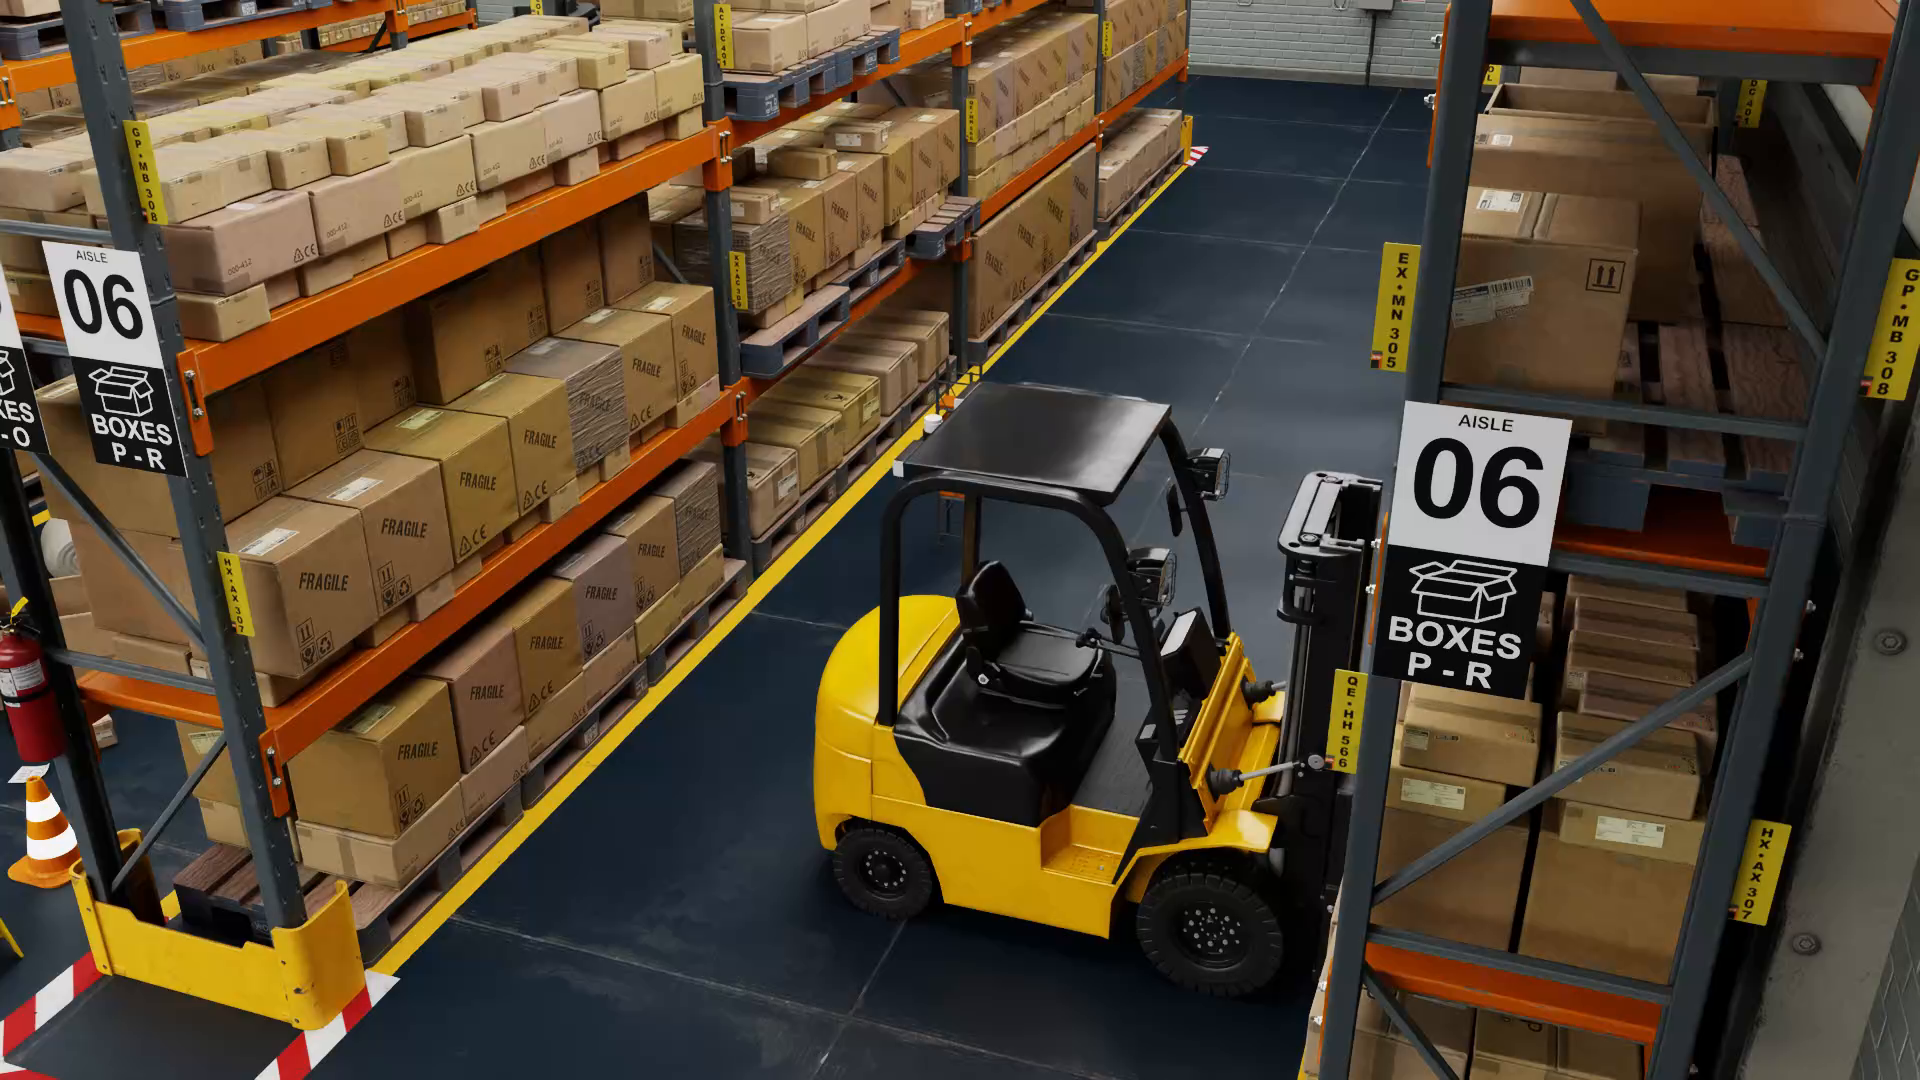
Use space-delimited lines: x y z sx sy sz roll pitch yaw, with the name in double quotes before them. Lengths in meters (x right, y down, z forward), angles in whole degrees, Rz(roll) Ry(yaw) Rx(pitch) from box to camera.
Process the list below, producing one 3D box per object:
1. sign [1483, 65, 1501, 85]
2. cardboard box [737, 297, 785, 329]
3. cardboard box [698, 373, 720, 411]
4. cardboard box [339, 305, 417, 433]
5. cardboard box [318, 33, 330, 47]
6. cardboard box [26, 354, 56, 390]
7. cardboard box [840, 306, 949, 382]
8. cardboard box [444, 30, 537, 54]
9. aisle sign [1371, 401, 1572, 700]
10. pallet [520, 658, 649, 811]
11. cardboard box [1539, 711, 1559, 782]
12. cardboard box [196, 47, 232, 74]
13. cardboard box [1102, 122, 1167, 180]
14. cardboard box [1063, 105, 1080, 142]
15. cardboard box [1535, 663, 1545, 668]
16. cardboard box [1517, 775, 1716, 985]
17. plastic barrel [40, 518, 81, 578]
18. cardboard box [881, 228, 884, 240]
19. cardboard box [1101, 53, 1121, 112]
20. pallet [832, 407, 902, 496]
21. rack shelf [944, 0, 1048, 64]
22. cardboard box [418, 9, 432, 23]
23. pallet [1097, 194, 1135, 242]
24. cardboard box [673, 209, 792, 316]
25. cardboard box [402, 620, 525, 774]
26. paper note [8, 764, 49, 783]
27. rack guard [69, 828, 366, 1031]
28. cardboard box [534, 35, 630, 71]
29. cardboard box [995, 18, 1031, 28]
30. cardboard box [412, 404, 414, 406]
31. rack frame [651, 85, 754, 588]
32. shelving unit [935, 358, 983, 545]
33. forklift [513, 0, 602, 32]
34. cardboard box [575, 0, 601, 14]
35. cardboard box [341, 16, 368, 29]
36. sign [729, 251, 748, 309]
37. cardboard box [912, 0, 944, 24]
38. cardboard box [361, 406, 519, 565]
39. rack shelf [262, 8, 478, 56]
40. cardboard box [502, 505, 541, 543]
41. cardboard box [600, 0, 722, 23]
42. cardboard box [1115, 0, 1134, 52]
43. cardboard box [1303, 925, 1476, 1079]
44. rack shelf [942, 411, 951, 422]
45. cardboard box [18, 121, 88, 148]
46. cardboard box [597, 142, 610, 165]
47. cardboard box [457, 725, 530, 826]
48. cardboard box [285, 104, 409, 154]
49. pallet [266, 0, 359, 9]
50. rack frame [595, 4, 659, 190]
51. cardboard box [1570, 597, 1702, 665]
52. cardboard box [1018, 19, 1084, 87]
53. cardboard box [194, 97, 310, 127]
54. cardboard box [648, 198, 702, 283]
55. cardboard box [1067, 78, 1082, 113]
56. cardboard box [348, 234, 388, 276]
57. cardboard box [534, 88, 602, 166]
"sign" 2.409 -2.220 7.497 0.100 0.325 0.005 9 27 17
"cardboard box" -1.276 -1.396 9.998 0.380 0.149 0.250 9 27 18
"cardboard box" -1.578 -0.850 9.351 0.380 0.149 0.250 8 27 17
"cardboard box" -2.877 -0.797 7.351 0.700 0.500 0.500 8 27 17
"cardboard box" -7.855 -6.040 20.072 0.380 0.149 0.250 10 27 19
"cardboard box" -6.338 -1.260 12.010 1.050 0.750 0.750 9 27 17
"cardboard box" -0.625 -1.559 13.060 0.950 0.372 0.625 7 27 14
"cardboard box" -2.326 -2.435 8.268 0.380 0.149 0.250 8 27 16
"aisle sign" 1.294 0.037 4.248 0.394 0.787 0.004 9 27 17
"pallet" -2.353 0.900 8.649 1.003 0.211 1.213 9 27 17
"cardboard box" 1.972 0.673 5.058 0.380 0.149 0.250 9 27 17
"cardboard box" -8.511 -5.475 18.501 0.500 0.500 0.500 10 27 19
"cardboard box" 1.813 -4.443 18.943 0.875 0.438 0.875 9 27 19
"cardboard box" 0.822 -3.929 15.595 0.500 0.250 0.500 8 27 17
"cardboard box" 1.860 0.515 6.129 0.500 0.500 0.500 8 27 16
"cardboard box" 2.019 1.015 5.098 0.500 0.500 0.500 10 27 19
"plastic barrel" -5.391 0.033 10.197 0.421 0.421 0.512 -14 29 -27
"cardboard box" -0.749 -2.157 11.569 0.380 0.149 0.250 9 27 18
"cardboard box" 1.307 -4.627 16.749 0.500 0.500 0.500 10 27 19
"pallet" -1.096 -0.707 11.969 1.003 0.211 1.213 9 27 17
"rack shelf" 0.238 -4.631 14.256 1.077 0.370 4.000 9 27 17
"cardboard box" -7.172 -6.888 21.821 0.380 0.149 0.250 9 27 18
"pallet" 1.231 -3.473 17.680 1.003 0.211 1.213 9 27 17
"cardboard box" -1.332 -1.658 9.795 0.500 0.500 0.500 9 27 19
"cardboard box" -2.383 0.699 7.677 0.500 0.500 0.500 8 27 16
"paper note" -4.652 1.164 8.311 0.148 0.019 0.142 0 26 -1
"rack guard" -3.064 1.598 6.875 1.175 0.500 0.348 9 27 17
"cardboard box" -1.843 -2.361 8.116 0.380 0.149 0.250 9 27 19
"cardboard box" 0.343 -4.570 15.484 0.500 0.500 0.500 9 27 17
"cardboard box" -2.641 -0.553 7.994 0.500 0.500 0.500 9 27 18
"rack frame" -1.758 -1.139 9.661 1.000 3.000 0.127 9 27 17
"shelving unit" -0.005 -0.534 10.476 0.258 1.200 0.189 9 27 17
"forklift" -3.516 -2.664 12.889 3.031 2.935 1.130 1 26 2
"cardboard box" -3.896 -5.964 18.023 0.500 0.500 0.500 8 27 16
"cardboard box" -7.701 -6.503 20.569 0.500 0.250 0.500 9 27 19
"sign" -1.244 -1.453 9.316 0.100 0.325 0.005 9 27 17
"cardboard box" -0.334 -3.860 12.127 0.380 0.149 0.250 9 27 17
"cardboard box" -2.333 -0.252 7.372 0.500 0.500 0.500 8 27 16
"rack shelf" -7.776 -6.362 21.273 1.077 0.370 4.000 9 27 17
"cardboard box" -2.217 -0.125 7.855 0.380 0.149 0.250 8 27 16
"cardboard box" -1.686 -3.092 9.369 0.500 0.250 0.500 9 27 19
"cardboard box" 1.465 -5.289 16.970 0.500 0.500 0.500 8 27 17
"cardboard box" 1.452 1.587 5.556 0.500 0.250 0.500 10 27 19
"rack shelf" -0.005 -0.710 10.391 0.258 0.103 0.180 9 27 17
"cardboard box" -6.300 -2.515 11.241 0.700 0.500 0.500 8 27 17
"cardboard box" -1.934 -1.905 8.089 0.380 0.149 0.250 8 27 16
"cardboard box" -2.383 1.053 7.806 0.500 0.250 0.500 10 27 19
"cardboard box" -2.423 -1.615 6.576 0.380 0.149 0.250 9 27 17
"pallet" -5.293 -4.452 13.278 1.213 0.211 1.003 10 28 20
"rack frame" -3.798 -5.103 17.848 1.000 3.000 0.127 9 27 17
"cardboard box" 2.196 0.332 5.421 0.380 0.149 0.250 9 27 18
"cardboard box" 0.827 -4.488 15.315 0.500 0.500 0.500 9 27 18
"cardboard box" -2.844 -1.677 6.703 0.380 0.149 0.250 9 27 17
"cardboard box" -1.821 -1.730 9.943 0.500 0.500 0.500 8 27 16
"cardboard box" 0.827 -4.161 15.501 0.500 0.250 0.500 9 27 19
"cardboard box" -2.490 -1.152 6.533 0.380 0.149 0.250 9 27 17
"cardboard box" -2.002 -1.920 7.662 0.500 0.250 0.500 8 27 17
